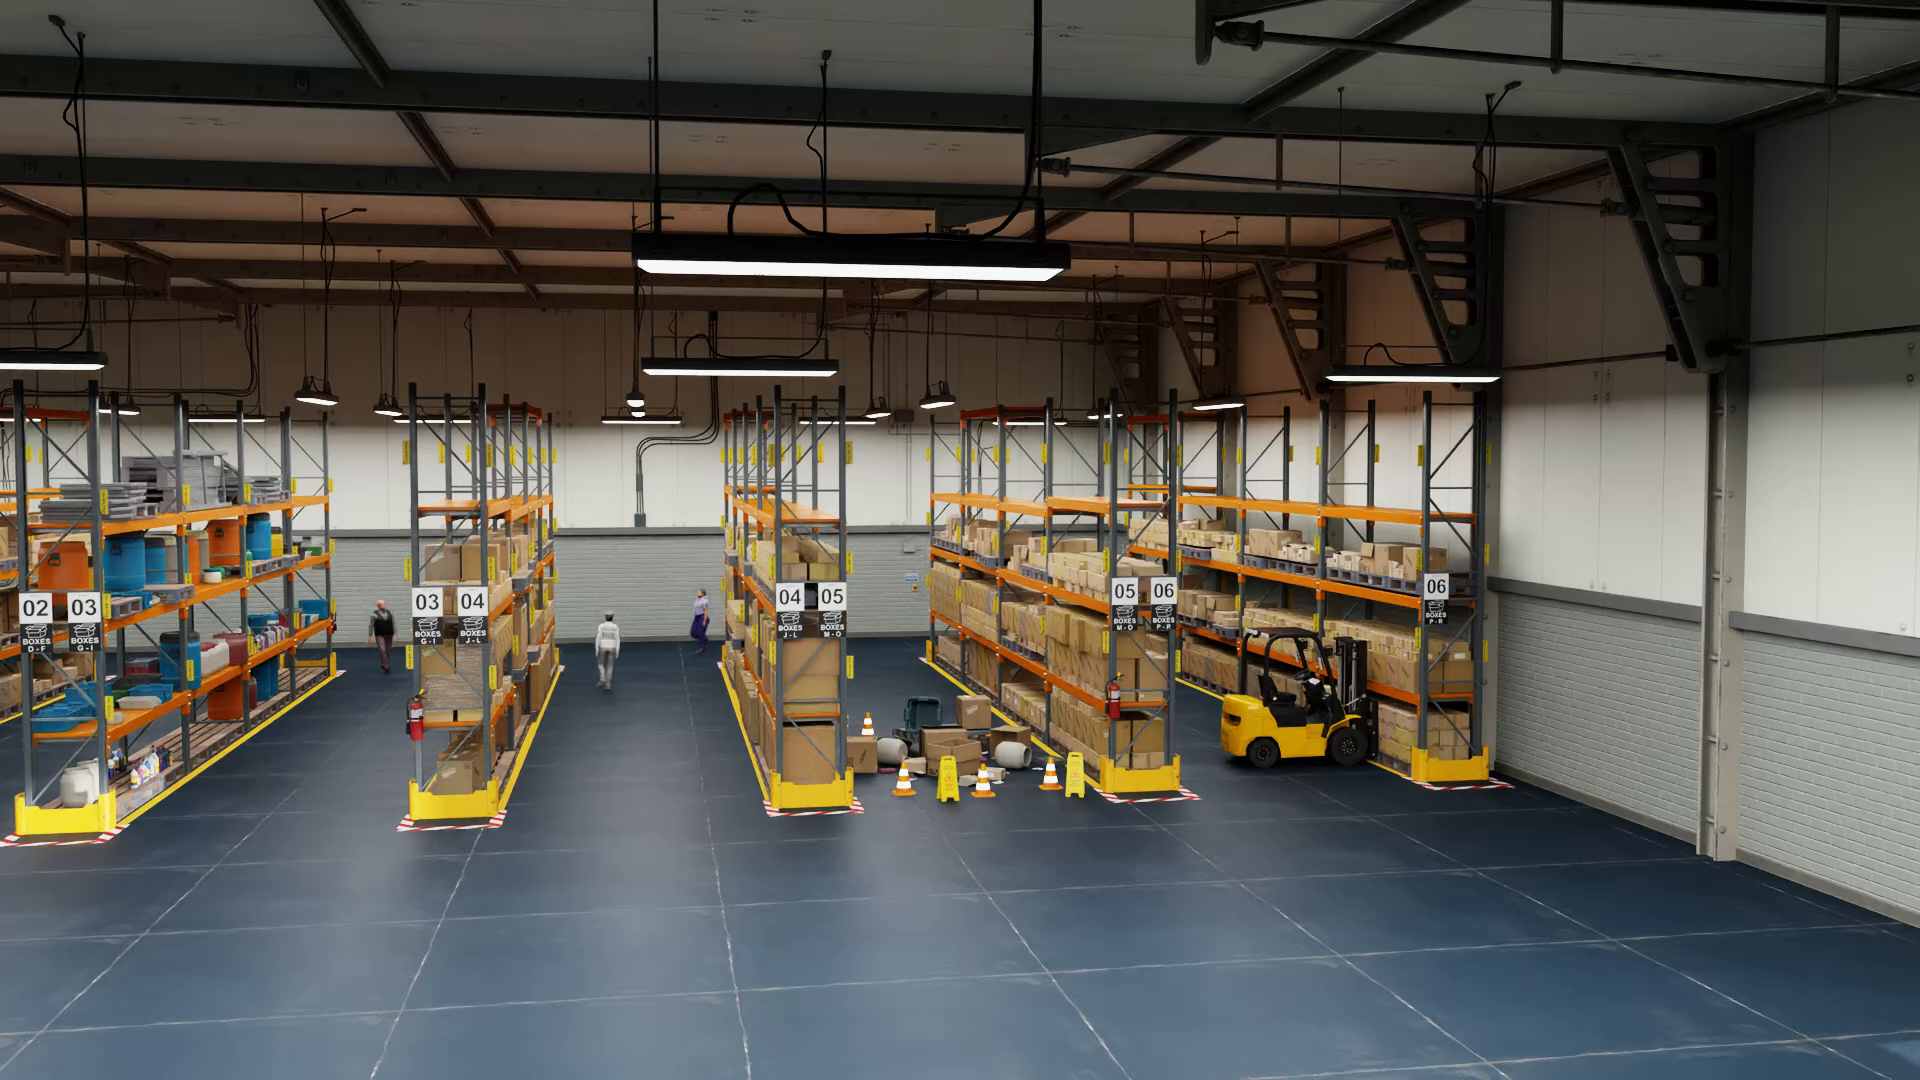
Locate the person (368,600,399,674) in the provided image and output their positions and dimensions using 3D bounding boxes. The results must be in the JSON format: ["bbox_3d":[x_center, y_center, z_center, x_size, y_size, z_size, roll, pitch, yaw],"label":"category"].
[{"bbox_3d":[-13.262,2.212,38.312,0.649,1.664,1.032,-2,4,-35],"label":"person"}]

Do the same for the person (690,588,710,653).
[{"bbox_3d":[-6.535,2.041,42.144,0.528,1.622,0.494,-3,4,-45],"label":"person"}]

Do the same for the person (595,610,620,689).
[{"bbox_3d":[-7.533,2.357,35.554,0.517,1.673,0.434,0,3,-10],"label":"person"}]
